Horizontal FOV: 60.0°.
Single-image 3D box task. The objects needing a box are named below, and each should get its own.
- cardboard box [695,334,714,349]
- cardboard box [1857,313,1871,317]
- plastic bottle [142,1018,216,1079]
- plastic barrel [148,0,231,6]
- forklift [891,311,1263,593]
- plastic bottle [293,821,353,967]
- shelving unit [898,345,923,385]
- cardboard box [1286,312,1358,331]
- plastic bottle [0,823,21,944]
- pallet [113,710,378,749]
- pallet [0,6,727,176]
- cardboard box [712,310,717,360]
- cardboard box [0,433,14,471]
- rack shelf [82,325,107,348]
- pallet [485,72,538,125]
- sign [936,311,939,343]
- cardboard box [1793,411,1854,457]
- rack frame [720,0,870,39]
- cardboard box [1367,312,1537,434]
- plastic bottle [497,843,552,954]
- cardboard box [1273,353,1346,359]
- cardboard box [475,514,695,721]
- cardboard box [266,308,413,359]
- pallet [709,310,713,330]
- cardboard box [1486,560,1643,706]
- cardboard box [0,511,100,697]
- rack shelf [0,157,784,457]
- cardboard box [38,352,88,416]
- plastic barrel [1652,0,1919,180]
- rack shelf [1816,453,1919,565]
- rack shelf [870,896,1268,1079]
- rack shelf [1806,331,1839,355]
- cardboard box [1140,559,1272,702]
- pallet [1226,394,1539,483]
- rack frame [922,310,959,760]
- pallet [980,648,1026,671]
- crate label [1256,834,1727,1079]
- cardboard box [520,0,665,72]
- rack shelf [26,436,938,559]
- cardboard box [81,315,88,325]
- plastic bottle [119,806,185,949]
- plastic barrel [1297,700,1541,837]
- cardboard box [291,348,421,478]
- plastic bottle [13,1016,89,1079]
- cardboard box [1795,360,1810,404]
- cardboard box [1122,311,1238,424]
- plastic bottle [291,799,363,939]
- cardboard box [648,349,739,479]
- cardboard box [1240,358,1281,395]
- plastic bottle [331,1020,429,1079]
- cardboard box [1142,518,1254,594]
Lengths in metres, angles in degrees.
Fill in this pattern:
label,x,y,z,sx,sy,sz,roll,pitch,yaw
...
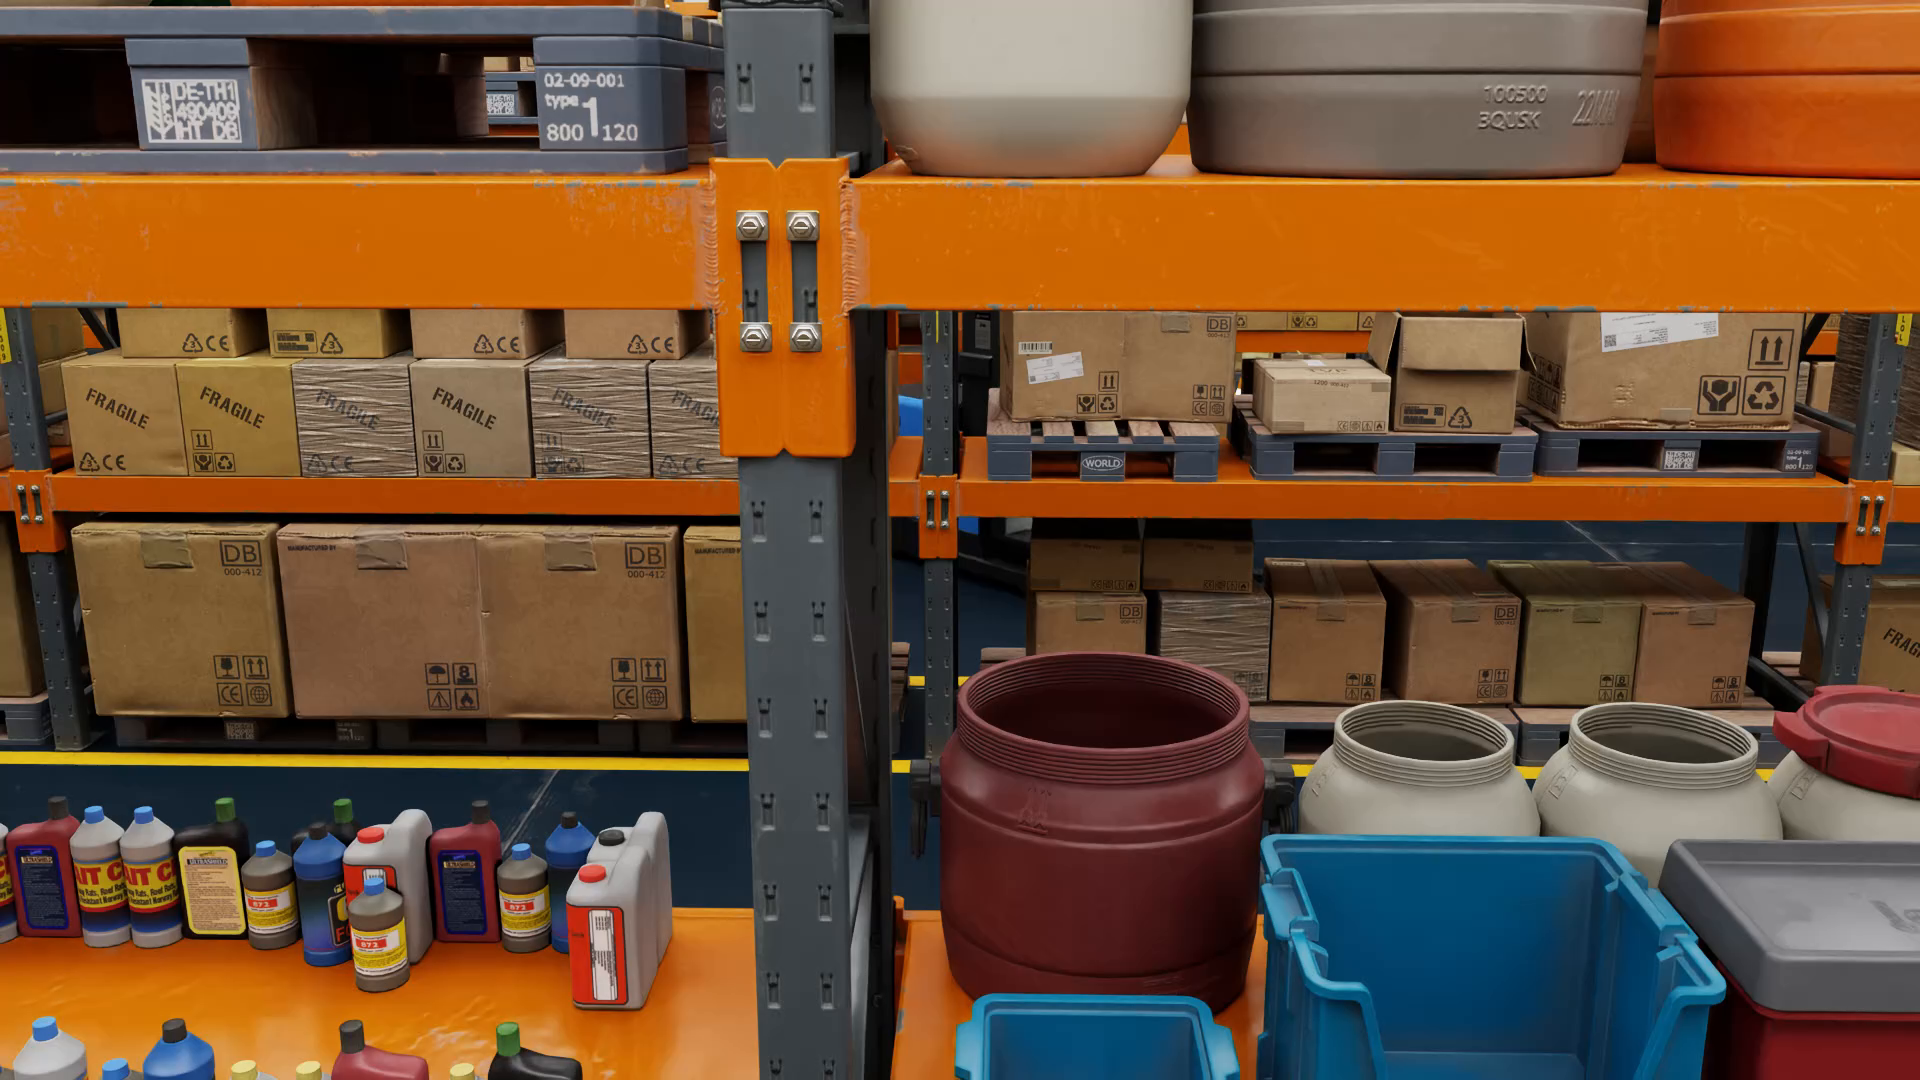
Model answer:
label,x,y,z,sx,sy,sz,roll,pitch,yaw
cardboard box,-1.078,-0.699,7.914,0.500,0.500,0.500,0,15,0
cardboard box,4.372,-1.292,7.619,0.500,0.500,0.500,0,15,1
plastic bottle,-1.166,0.848,2.499,0.097,0.271,0.097,0,15,0
plastic barrel,-1.264,-0.956,2.686,0.294,0.245,0.294,0,15,0
forklift,0.795,-1.156,9.977,1.130,2.935,3.031,-14,20,-42
plastic bottle,-1.214,0.669,3.175,0.097,0.271,0.097,0,15,0
shelving unit,-0.475,-1.103,11.403,0.503,2.100,0.431,1,15,2
cardboard box,2.604,-1.804,12.101,0.500,0.500,0.500,1,15,2
plastic bottle,-1.904,0.649,3.251,0.097,0.271,0.097,0,15,0
pallet,-3.309,0.733,8.150,1.213,0.211,1.003,0,15,1
pallet,-0.973,-0.701,2.609,1.213,0.211,1.003,0,15,1
cardboard box,-0.814,-1.118,7.534,0.637,0.503,0.797,1,15,3
cardboard box,-4.396,-0.399,7.463,0.250,0.149,0.380,0,15,2
rack shelf,-5.854,-1.531,12.673,4.000,0.370,1.077,0,15,1
pallet,-1.847,-1.932,7.272,1.213,0.211,1.003,1,15,4
sign,-0.095,-0.994,6.957,0.005,0.325,0.100,0,15,1
cardboard box,4.137,-0.502,7.854,0.250,0.149,0.380,0,15,1
rack frame,-0.210,-2.213,2.089,0.127,3.000,1.000,0,15,1
cardboard box,2.180,-0.790,7.429,0.637,0.503,0.797,2,15,7
plastic bottle,-0.847,0.690,3.234,0.097,0.201,0.097,0,15,0
cardboard box,3.644,-2.012,17.414,0.625,0.372,0.950,1,15,2
cardboard box,-1.664,0.231,7.926,0.875,0.875,1.225,0,15,2
cardboard box,-2.758,-1.126,7.564,0.637,0.503,0.797,1,15,2
pallet,-1.836,-1.749,12.467,1.213,0.211,1.003,0,15,1
cardboard box,2.825,0.429,7.871,0.500,0.500,0.700,0,15,1
cardboard box,-4.740,0.198,8.051,0.875,0.875,0.875,0,15,1
rack shelf,-2.210,-0.428,2.612,4.000,0.370,1.077,0,15,1
cardboard box,-4.546,-0.743,7.986,0.500,0.250,0.500,0,15,0
plastic barrel,1.259,-0.906,2.170,0.708,0.830,0.600,0,15,1
rack shelf,5.914,-0.189,7.585,4.000,0.370,1.077,0,15,1
rack shelf,1.789,1.048,2.896,4.000,0.370,1.077,0,15,1
rack shelf,6.142,-1.453,12.377,4.000,0.370,1.077,0,15,1
cardboard box,1.141,0.420,7.906,0.500,0.500,0.700,-1,15,-3
pallet,1.896,-0.480,7.657,1.213,0.211,1.003,0,15,1
rack frame,-0.084,-0.576,7.641,0.127,3.000,1.000,0,15,1
pallet,0.697,0.778,7.976,1.213,0.211,1.003,0,15,1
crate label,0.776,0.746,2.563,0.616,0.435,0.502,0,15,1
cardboard box,-1.561,-2.246,7.074,0.500,0.500,0.500,1,15,4
rack shelf,-2.083,-0.241,7.783,4.000,0.370,1.077,0,15,1
cardboard box,-6.482,-1.703,12.409,0.250,0.149,0.380,0,15,1
plastic bottle,-1.576,0.651,3.243,0.097,0.271,0.097,0,15,0
plastic barrel,0.823,0.586,3.021,0.421,0.512,0.421,0,15,0
cardboard box,-2.626,-0.577,7.450,0.500,0.500,0.500,0,15,0
plastic bottle,-1.360,0.846,2.504,0.097,0.271,0.097,0,15,0
cardboard box,5.671,-0.963,12.450,0.875,0.875,0.875,0,15,2
cardboard box,1.018,-0.855,7.683,0.500,0.500,0.700,3,15,10
plastic bottle,-1.230,0.643,3.251,0.133,0.283,0.061,0,15,1
cardboard box,-1.082,-0.569,7.419,0.500,0.500,0.500,0,15,1
cardboard box,2.555,-0.917,12.524,0.750,0.750,1.050,0,15,1
plastic bottle,-0.856,0.849,2.472,0.133,0.283,0.061,0,15,1
cardboard box,1.117,0.055,7.818,0.500,0.250,0.500,2,15,8
